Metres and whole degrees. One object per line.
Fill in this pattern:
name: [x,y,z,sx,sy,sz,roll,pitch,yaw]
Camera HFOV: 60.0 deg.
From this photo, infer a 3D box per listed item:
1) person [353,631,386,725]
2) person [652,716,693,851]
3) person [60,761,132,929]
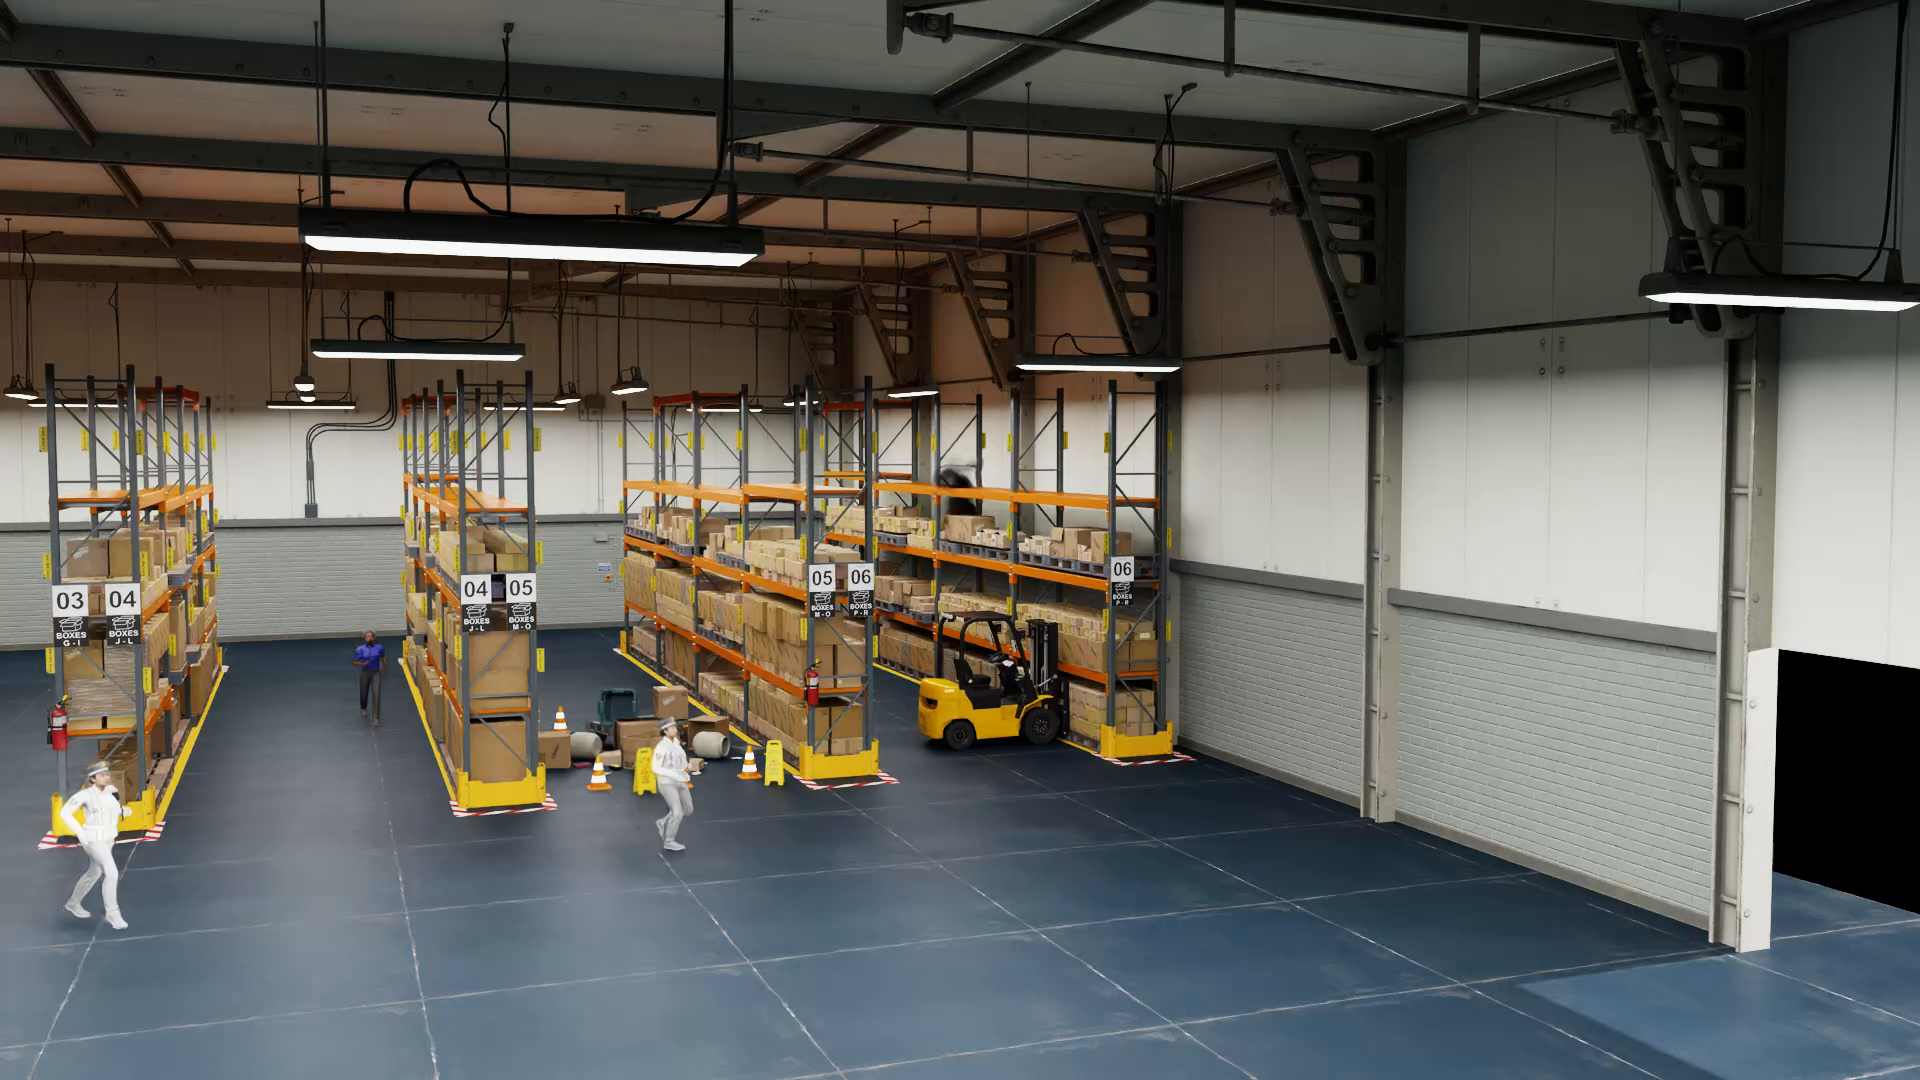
person: [-10.491,2.438,29.603,0.581,1.622,0.929,-2,4,-25]
person: [-3.533,2.980,20.425,0.569,1.649,0.605,1,4,24]
person: [-8.961,3.156,17.296,0.770,1.748,0.584,1,3,11]
